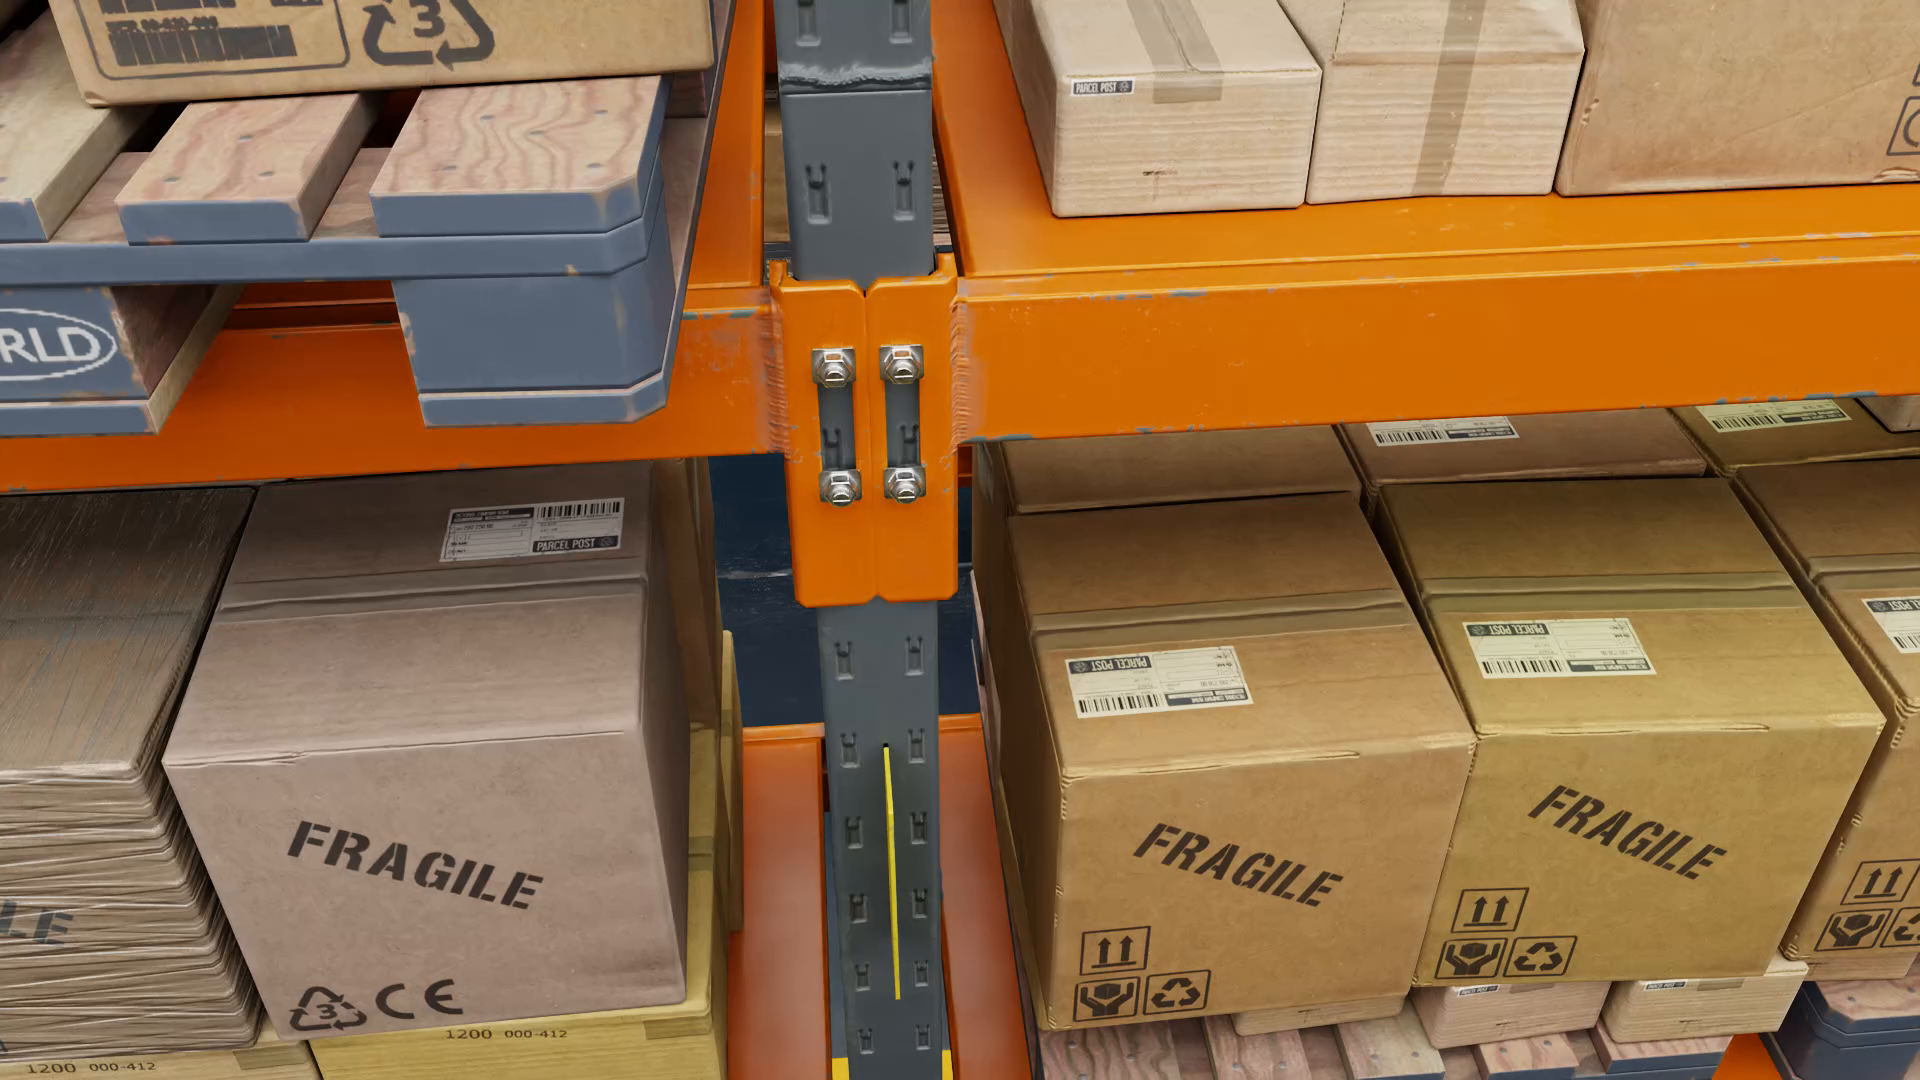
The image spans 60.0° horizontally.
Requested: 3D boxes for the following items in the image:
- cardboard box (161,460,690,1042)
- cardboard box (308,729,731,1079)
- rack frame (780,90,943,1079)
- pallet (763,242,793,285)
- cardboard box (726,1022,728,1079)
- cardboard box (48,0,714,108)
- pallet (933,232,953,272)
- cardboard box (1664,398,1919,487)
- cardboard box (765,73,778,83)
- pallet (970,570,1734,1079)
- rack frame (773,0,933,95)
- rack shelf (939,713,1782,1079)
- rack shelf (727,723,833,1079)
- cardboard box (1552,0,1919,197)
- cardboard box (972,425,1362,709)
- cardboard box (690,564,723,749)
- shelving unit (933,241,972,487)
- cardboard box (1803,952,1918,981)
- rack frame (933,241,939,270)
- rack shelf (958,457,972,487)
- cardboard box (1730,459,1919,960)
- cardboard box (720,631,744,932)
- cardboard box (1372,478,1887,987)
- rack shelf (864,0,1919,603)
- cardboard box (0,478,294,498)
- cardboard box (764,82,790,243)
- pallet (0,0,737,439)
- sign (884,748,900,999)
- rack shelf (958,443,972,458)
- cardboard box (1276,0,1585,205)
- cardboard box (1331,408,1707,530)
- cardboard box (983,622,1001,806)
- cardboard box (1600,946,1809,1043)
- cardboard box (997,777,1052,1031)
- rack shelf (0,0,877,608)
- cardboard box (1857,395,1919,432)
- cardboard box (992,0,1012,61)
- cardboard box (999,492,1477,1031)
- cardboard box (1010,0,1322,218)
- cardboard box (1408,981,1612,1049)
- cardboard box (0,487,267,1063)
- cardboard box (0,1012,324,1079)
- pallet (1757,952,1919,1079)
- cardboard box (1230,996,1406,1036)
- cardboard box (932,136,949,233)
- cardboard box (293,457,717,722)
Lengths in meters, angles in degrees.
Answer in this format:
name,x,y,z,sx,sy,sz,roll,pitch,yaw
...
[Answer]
name,x,y,z,sx,sy,sz,roll,pitch,yaw
cardboard box,-0.622,0.257,2.115,0.500,0.500,0.500,-4,38,-5
cardboard box,-0.590,0.545,2.356,0.500,0.250,0.500,-3,38,-4
rack frame,-0.130,0.499,2.697,0.127,3.000,1.000,-3,38,-4
pallet,-1.320,-1.451,7.419,1.213,0.211,1.003,-3,38,-4
cardboard box,-0.611,0.745,2.505,0.500,0.250,0.500,-4,38,-6
cardboard box,-0.492,-0.771,1.461,0.637,0.503,0.797,-5,39,-7
pallet,0.250,-1.490,7.468,1.213,0.211,1.003,-3,38,-4
cardboard box,1.315,-0.082,2.773,0.500,0.500,0.500,-6,39,-7
cardboard box,-1.018,-1.897,7.412,0.500,0.500,0.500,-2,38,-2
pallet,0.570,0.469,2.889,1.003,0.211,1.213,-3,38,-4
rack frame,-0.130,-1.857,0.838,0.127,3.000,1.000,-3,38,-4
rack shelf,1.862,0.671,3.058,4.000,0.370,1.077,-3,38,-4
rack shelf,-2.122,0.891,2.780,4.000,0.370,1.077,-3,38,-4
cardboard box,0.815,-0.764,1.795,0.500,0.500,0.700,-3,38,-4
cardboard box,0.298,-0.019,2.692,0.500,0.500,0.500,-4,38,-5
cardboard box,-0.657,0.237,2.746,0.500,0.250,0.500,-3,38,-4
shelving unit,0.014,-0.472,5.379,0.189,1.200,0.258,-3,38,-4
cardboard box,1.280,0.484,2.579,0.250,0.149,0.380,-1,38,-1
rack frame,-0.077,-0.467,5.373,0.006,1.200,0.240,-3,38,-4
rack shelf,0.014,-0.249,5.556,0.180,0.103,0.258,-3,38,-4
cardboard box,1.385,0.230,2.378,0.500,0.500,0.500,-3,38,-3
cardboard box,-0.640,0.429,2.906,0.500,0.250,0.500,-4,38,-5
cardboard box,0.857,0.263,2.335,0.500,0.500,0.500,-1,38,-2
rack shelf,1.862,-0.506,2.129,4.000,0.370,1.077,-3,38,-4
cardboard box,-1.136,-0.024,2.471,0.500,0.500,0.500,-3,38,-4
cardboard box,-0.976,-1.592,7.024,0.500,0.500,0.500,-2,38,-3
pallet,-0.767,-0.537,1.740,1.003,0.211,1.213,-1,38,-2
sign,-0.078,0.386,1.904,0.005,0.325,0.100,-3,38,-4
rack shelf,0.014,-0.343,5.481,0.180,0.103,0.258,-3,38,-4
cardboard box,0.453,-0.553,1.716,0.258,0.266,0.396,-3,38,-4
cardboard box,0.812,-0.054,2.737,0.500,0.500,0.500,-4,38,-5
cardboard box,0.176,0.269,2.851,0.250,0.149,0.380,-2,38,-2
cardboard box,1.047,0.546,2.501,0.250,0.149,0.380,-3,38,-4
cardboard box,0.210,0.529,2.521,0.250,0.149,0.380,-5,39,-7
rack shelf,-2.122,-0.287,1.851,4.000,0.370,1.077,-3,38,-4
cardboard box,1.474,-0.341,2.577,0.250,0.149,0.380,-5,39,-6
cardboard box,0.165,-0.727,2.031,0.250,0.149,0.380,-3,38,-4
cardboard box,0.339,0.296,2.294,0.500,0.500,0.500,-4,38,-5
cardboard box,0.199,-0.493,1.734,0.250,0.149,0.380,-3,38,-4
cardboard box,0.771,0.548,2.498,0.250,0.149,0.380,-6,39,-7
cardboard box,-1.132,0.290,2.073,0.500,0.500,0.500,-3,38,-3
cardboard box,-1.100,0.575,2.317,0.500,0.250,0.500,-4,38,-5
pallet,1.838,0.440,2.926,1.213,0.211,1.003,-3,38,-4
cardboard box,0.495,0.534,2.515,0.250,0.149,0.380,-5,39,-7
cardboard box,0.049,-1.822,7.216,0.625,0.625,0.875,-2,38,-3
cardboard box,-0.643,-0.057,2.513,0.500,0.500,0.500,-4,38,-5
